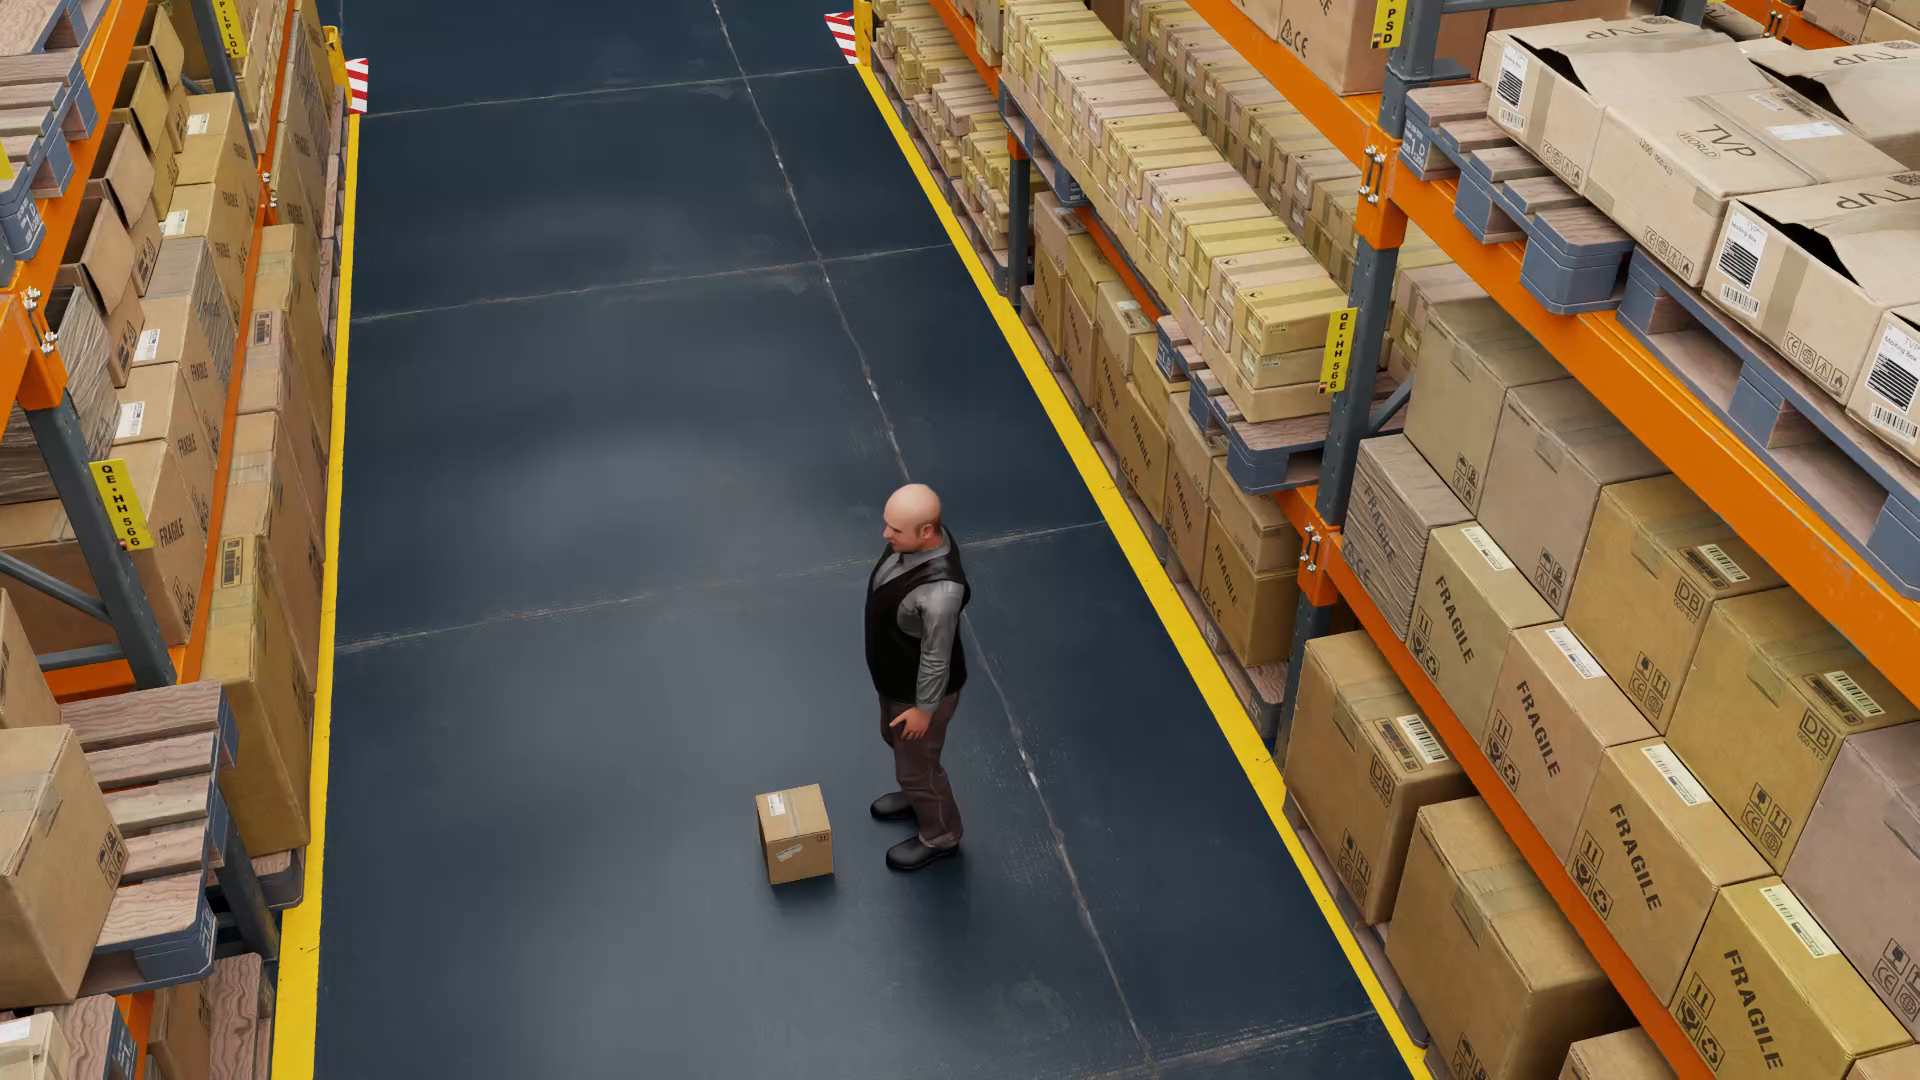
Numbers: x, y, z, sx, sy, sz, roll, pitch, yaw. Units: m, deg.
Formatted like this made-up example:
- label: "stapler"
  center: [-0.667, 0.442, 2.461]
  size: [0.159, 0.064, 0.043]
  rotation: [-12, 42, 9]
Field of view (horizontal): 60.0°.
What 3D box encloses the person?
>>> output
- label: "person"
  center: [-0.160, 0.503, 6.098]
  size: [0.358, 1.714, 0.533]
  rotation: [-9, 39, -11]
